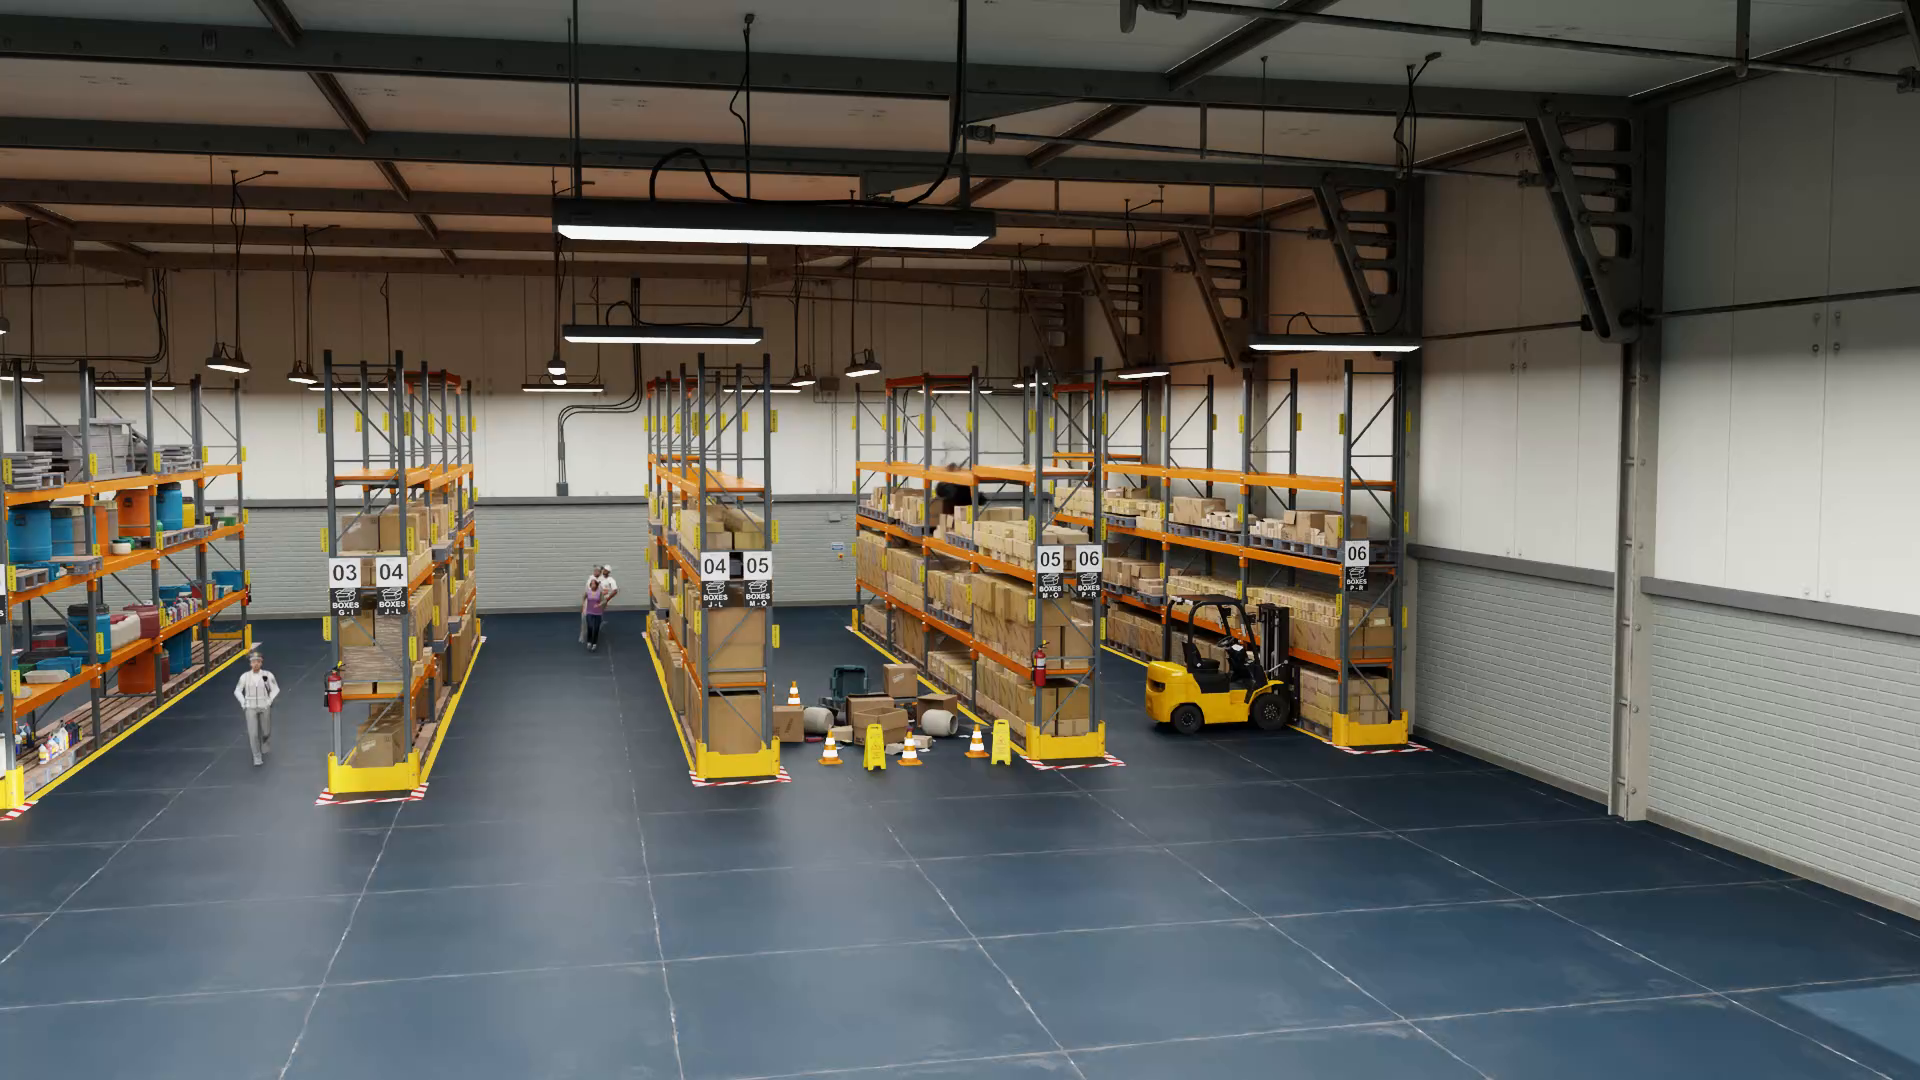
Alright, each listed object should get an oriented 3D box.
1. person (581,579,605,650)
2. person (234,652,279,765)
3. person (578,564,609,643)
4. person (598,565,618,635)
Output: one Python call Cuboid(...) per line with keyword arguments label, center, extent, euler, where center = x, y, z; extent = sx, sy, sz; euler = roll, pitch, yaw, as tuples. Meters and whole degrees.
Cuboid(label="person", center=(-8.085, 1.647, 36.695), extent=(0.513, 1.567, 0.620), euler=(-1, 4, -15))
Cuboid(label="person", center=(-10.384, 2.468, 24.564), extent=(0.614, 1.647, 0.580), euler=(-2, 4, -23))
Cuboid(label="person", center=(-8.436, 1.450, 38.377), extent=(0.667, 1.785, 0.860), euler=(1, 4, 8))
Cuboid(label="person", center=(-8.505, 1.395, 39.353), extent=(0.759, 1.618, 0.530), euler=(4, 6, 44))
